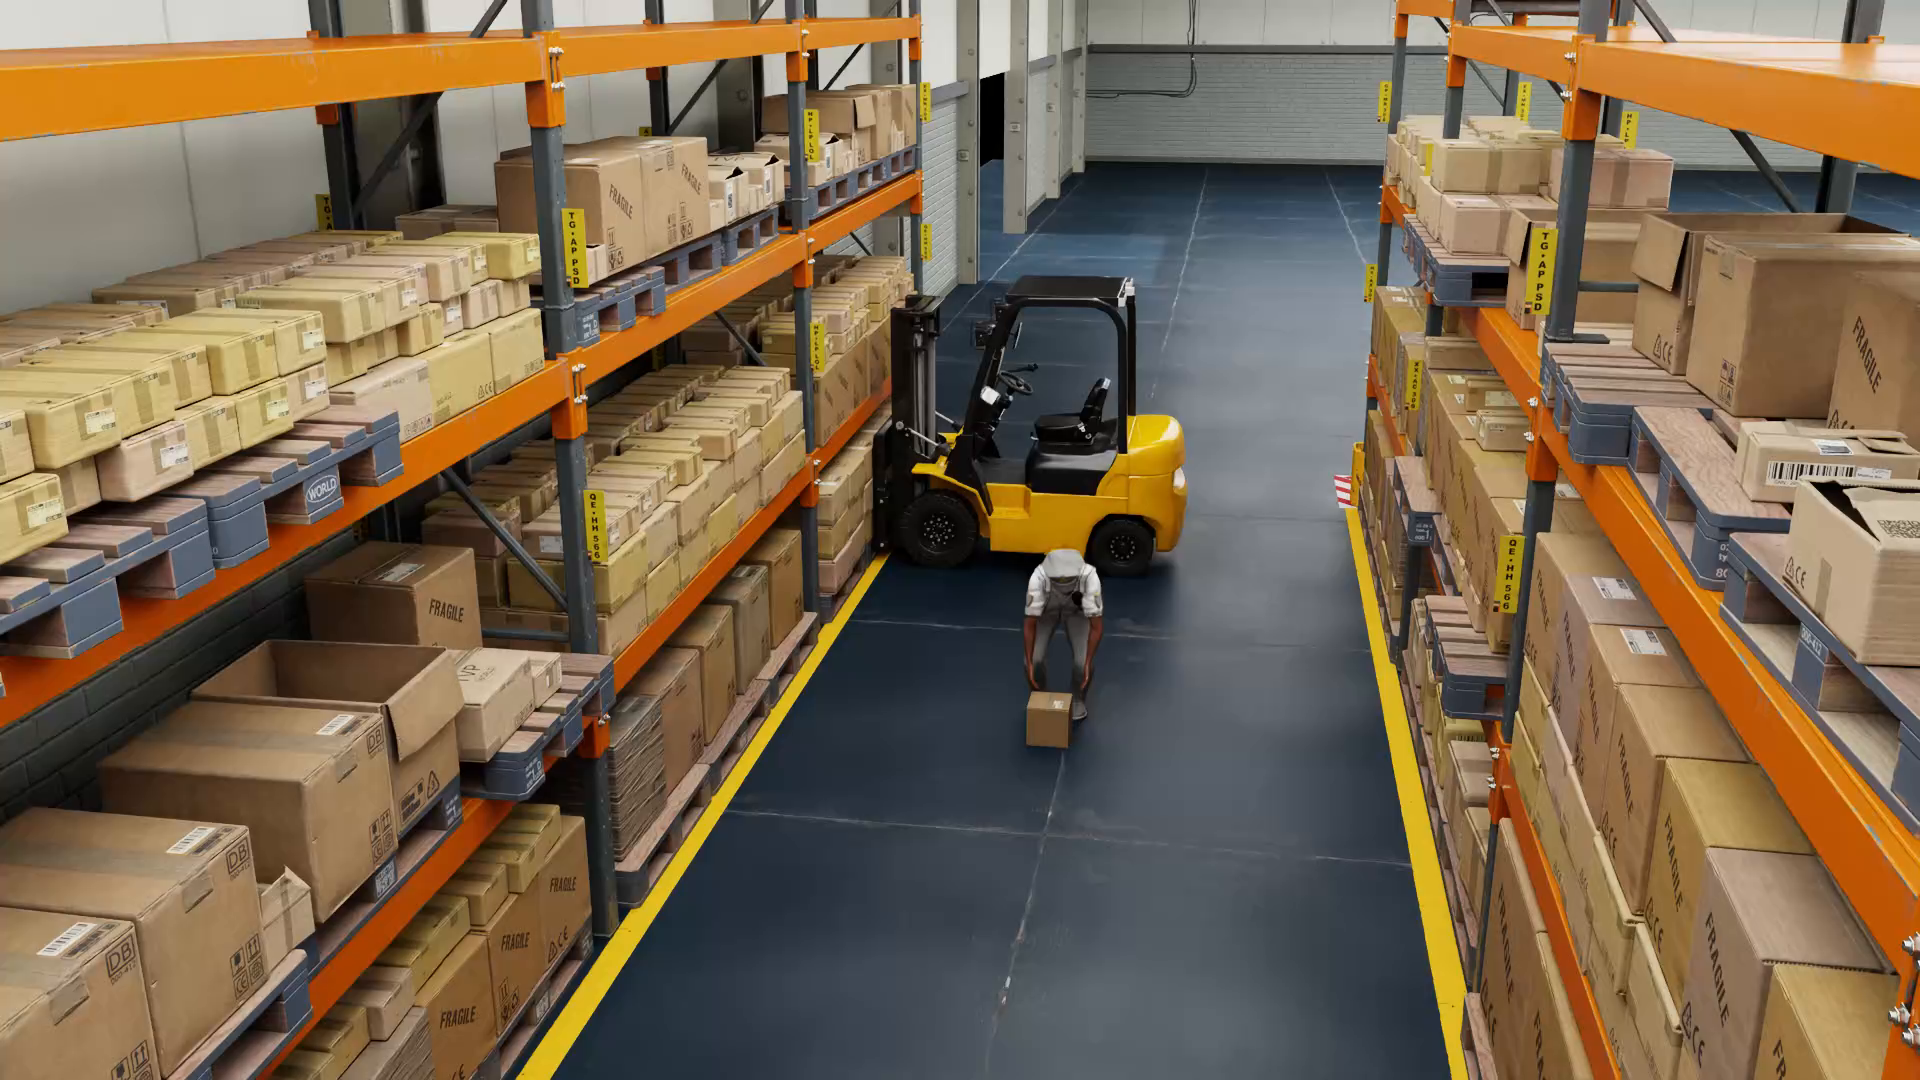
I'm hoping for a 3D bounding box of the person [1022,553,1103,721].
[{"bbox_3d":[0.638,0.558,10.203,0.493,1.136,0.820,3,18,9],"label":"person"}]
